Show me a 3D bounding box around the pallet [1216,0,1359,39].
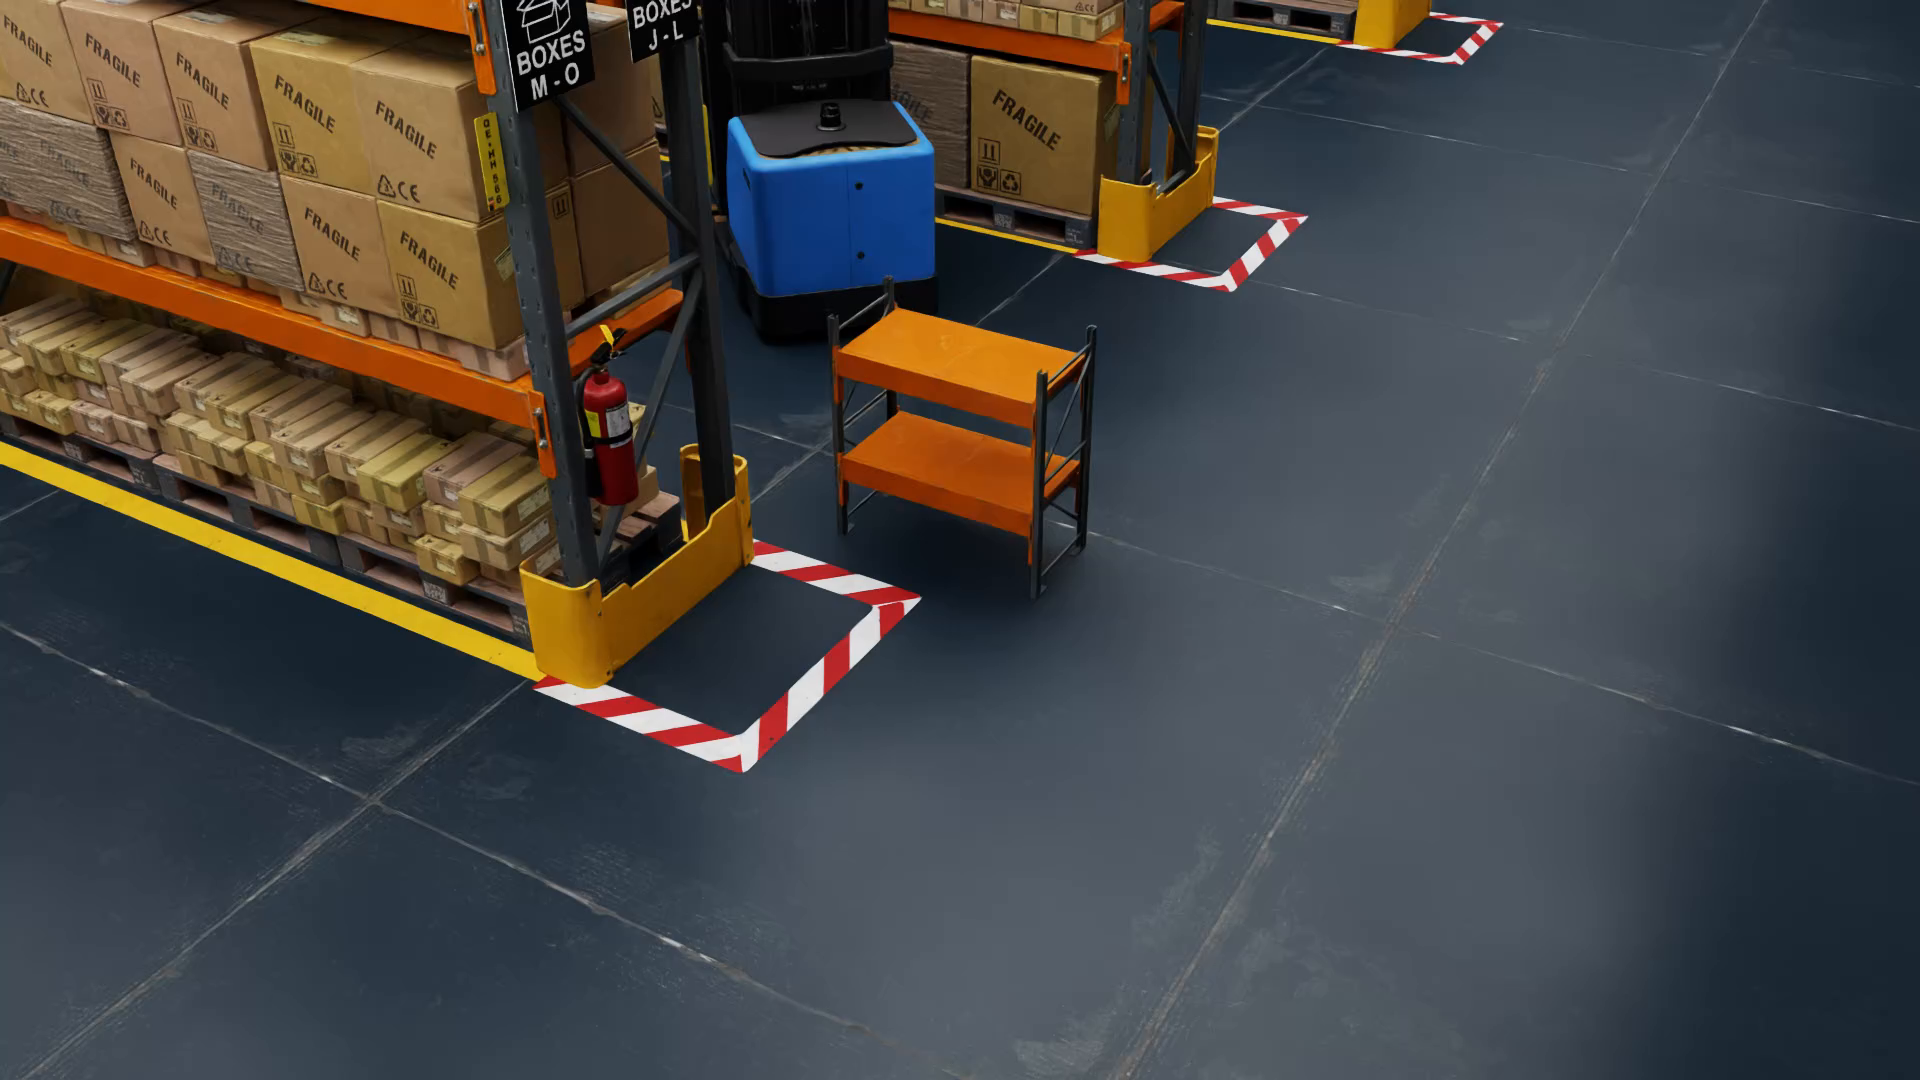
[{"bbox_3d":[3.017,-4.757,14.703,1.213,0.211,1.003,18,37,24],"label":"pallet"}]

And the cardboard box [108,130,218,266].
[{"bbox_3d":[-3.128,-1.516,6.962,0.500,0.500,0.500,20,38,27],"label":"cardboard box"}]

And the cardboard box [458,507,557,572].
[{"bbox_3d":[-1.893,-0.050,7.043,0.250,0.149,0.380,17,37,23],"label":"cardboard box"}]

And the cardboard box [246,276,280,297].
[{"bbox_3d":[-2.791,-1.176,7.036,0.250,0.149,0.380,16,37,22],"label":"cardboard box"}]

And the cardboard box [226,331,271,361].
[{"bbox_3d":[-3.399,-1.038,8.259,0.250,0.149,0.380,16,37,22],"label":"cardboard box"}]

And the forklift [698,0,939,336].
[{"bbox_3d":[-1.024,-3.176,9.876,1.130,2.935,3.031,-9,35,-13],"label":"forklift"}]

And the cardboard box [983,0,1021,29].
[{"bbox_3d":[0.338,-3.264,10.173,0.250,0.149,0.380,18,38,25],"label":"cardboard box"}]

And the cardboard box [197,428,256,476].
[{"bbox_3d":[-3.267,-0.470,7.674,0.250,0.149,0.380,18,38,25],"label":"cardboard box"}]

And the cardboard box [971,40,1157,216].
[{"bbox_3d":[0.661,-2.717,10.662,0.875,0.875,0.875,18,37,24],"label":"cardboard box"}]

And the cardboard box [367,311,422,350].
[{"bbox_3d":[-2.139,-0.927,6.663,0.250,0.149,0.380,17,37,24],"label":"cardboard box"}]

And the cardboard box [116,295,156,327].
[{"bbox_3d":[-4.086,-1.242,8.565,0.250,0.149,0.380,18,38,25],"label":"cardboard box"}]

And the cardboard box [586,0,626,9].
[{"bbox_3d":[-2.782,-3.846,12.357,0.875,0.875,1.225,18,38,25],"label":"cardboard box"}]

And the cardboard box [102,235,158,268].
[{"bbox_3d":[-3.515,-1.351,7.299,0.250,0.149,0.380,19,38,26],"label":"cardboard box"}]

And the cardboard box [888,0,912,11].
[{"bbox_3d":[-0.329,-3.475,10.489,0.250,0.149,0.380,18,38,25],"label":"cardboard box"}]

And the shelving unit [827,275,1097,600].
[{"bbox_3d":[0.006,-0.466,7.435,1.048,1.125,0.538,18,37,24],"label":"shelving unit"}]

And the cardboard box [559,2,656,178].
[{"bbox_3d":[-1.551,-1.763,6.430,0.500,0.500,0.500,17,37,24],"label":"cardboard box"}]

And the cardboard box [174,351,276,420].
[{"bbox_3d":[-3.420,-0.716,7.775,0.250,0.149,0.380,16,37,22],"label":"cardboard box"}]

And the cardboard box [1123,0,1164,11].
[{"bbox_3d":[1.112,-3.441,10.437,0.250,0.149,0.380,18,38,25],"label":"cardboard box"}]

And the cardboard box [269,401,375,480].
[{"bbox_3d":[-2.810,-0.445,7.368,0.250,0.149,0.380,19,38,26],"label":"cardboard box"}]

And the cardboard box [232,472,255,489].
[{"bbox_3d":[-3.196,-0.391,7.824,0.250,0.149,0.380,19,38,26],"label":"cardboard box"}]

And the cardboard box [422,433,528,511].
[{"bbox_3d":[-2.068,-0.286,7.130,0.250,0.149,0.380,18,38,25],"label":"cardboard box"}]

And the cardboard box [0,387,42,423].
[{"bbox_3d":[-4.609,-0.763,8.383,0.250,0.149,0.380,16,37,22],"label":"cardboard box"}]

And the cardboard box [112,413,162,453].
[{"bbox_3d":[-3.891,-0.601,8.139,0.250,0.149,0.380,17,37,23],"label":"cardboard box"}]

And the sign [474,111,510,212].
[{"bbox_3d":[-1.586,-1.282,5.639,0.005,0.325,0.100,18,37,24],"label":"sign"}]

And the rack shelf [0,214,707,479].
[{"bbox_3d":[-3.029,-1.180,7.465,4.000,0.370,1.077,18,37,24],"label":"rack shelf"}]

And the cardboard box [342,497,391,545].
[{"bbox_3d":[-2.534,-0.160,7.477,0.250,0.149,0.380,18,38,25],"label":"cardboard box"}]

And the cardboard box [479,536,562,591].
[{"bbox_3d":[-1.853,0.038,7.180,0.250,0.149,0.380,18,38,25],"label":"cardboard box"}]

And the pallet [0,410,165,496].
[{"bbox_3d":[-4.165,-0.702,8.613,1.213,0.211,1.003,18,37,24],"label":"pallet"}]

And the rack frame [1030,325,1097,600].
[{"bbox_3d":[0.447,-0.327,7.225,0.032,1.125,0.500,18,37,24],"label":"rack frame"}]

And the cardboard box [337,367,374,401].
[{"bbox_3d":[-2.732,-0.826,7.940,0.250,0.149,0.380,18,38,25],"label":"cardboard box"}]

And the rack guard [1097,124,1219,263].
[{"bbox_3d":[1.277,-2.242,10.666,0.348,0.500,1.175,18,37,24],"label":"rack guard"}]

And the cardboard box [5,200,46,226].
[{"bbox_3d":[-4.163,-1.607,7.683,0.250,0.149,0.380,16,37,22],"label":"cardboard box"}]

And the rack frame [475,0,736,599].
[{"bbox_3d":[-1.293,-0.930,6.440,0.127,3.000,1.000,18,37,24],"label":"rack frame"}]

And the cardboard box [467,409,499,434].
[{"bbox_3d":[-2.033,-0.622,7.634,0.250,0.149,0.380,17,37,24],"label":"cardboard box"}]

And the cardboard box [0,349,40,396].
[{"bbox_3d":[-4.610,-0.888,8.302,0.250,0.149,0.380,19,38,26],"label":"cardboard box"}]

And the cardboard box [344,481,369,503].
[{"bbox_3d":[-2.527,-0.315,7.442,0.250,0.149,0.380,17,37,24],"label":"cardboard box"}]

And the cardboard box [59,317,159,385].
[{"bbox_3d":[-4.116,-0.921,8.083,0.250,0.149,0.380,17,37,24],"label":"cardboard box"}]

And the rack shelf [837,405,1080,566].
[{"bbox_3d":[0.006,-0.263,7.571,1.000,0.278,0.538,18,37,24],"label":"rack shelf"}]

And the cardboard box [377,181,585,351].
[{"bbox_3d":[-1.811,-1.095,6.329,0.500,0.500,0.500,18,38,25],"label":"cardboard box"}]

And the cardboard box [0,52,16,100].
[{"bbox_3d":[-4.037,-2.235,7.139,0.500,0.500,0.500,16,37,23],"label":"cardboard box"}]

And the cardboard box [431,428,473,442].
[{"bbox_3d":[-2.255,-0.559,7.809,0.250,0.149,0.380,19,38,26],"label":"cardboard box"}]

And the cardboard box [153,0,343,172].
[{"bbox_3d":[-2.709,-1.796,6.479,0.500,0.500,0.500,20,38,27],"label":"cardboard box"}]

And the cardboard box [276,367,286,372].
[{"bbox_3d":[-3.229,-0.814,8.191,0.250,0.149,0.380,16,37,22],"label":"cardboard box"}]

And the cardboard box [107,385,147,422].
[{"bbox_3d":[-3.883,-0.736,8.075,0.250,0.149,0.380,16,37,22],"label":"cardboard box"}]

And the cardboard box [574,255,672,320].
[{"bbox_3d":[-1.411,-1.072,6.880,0.250,0.149,0.380,17,37,24],"label":"cardboard box"}]

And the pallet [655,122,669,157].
[{"bbox_3d":[-1.595,-2.981,12.037,1.213,0.211,1.003,18,37,24],"label":"pallet"}]
